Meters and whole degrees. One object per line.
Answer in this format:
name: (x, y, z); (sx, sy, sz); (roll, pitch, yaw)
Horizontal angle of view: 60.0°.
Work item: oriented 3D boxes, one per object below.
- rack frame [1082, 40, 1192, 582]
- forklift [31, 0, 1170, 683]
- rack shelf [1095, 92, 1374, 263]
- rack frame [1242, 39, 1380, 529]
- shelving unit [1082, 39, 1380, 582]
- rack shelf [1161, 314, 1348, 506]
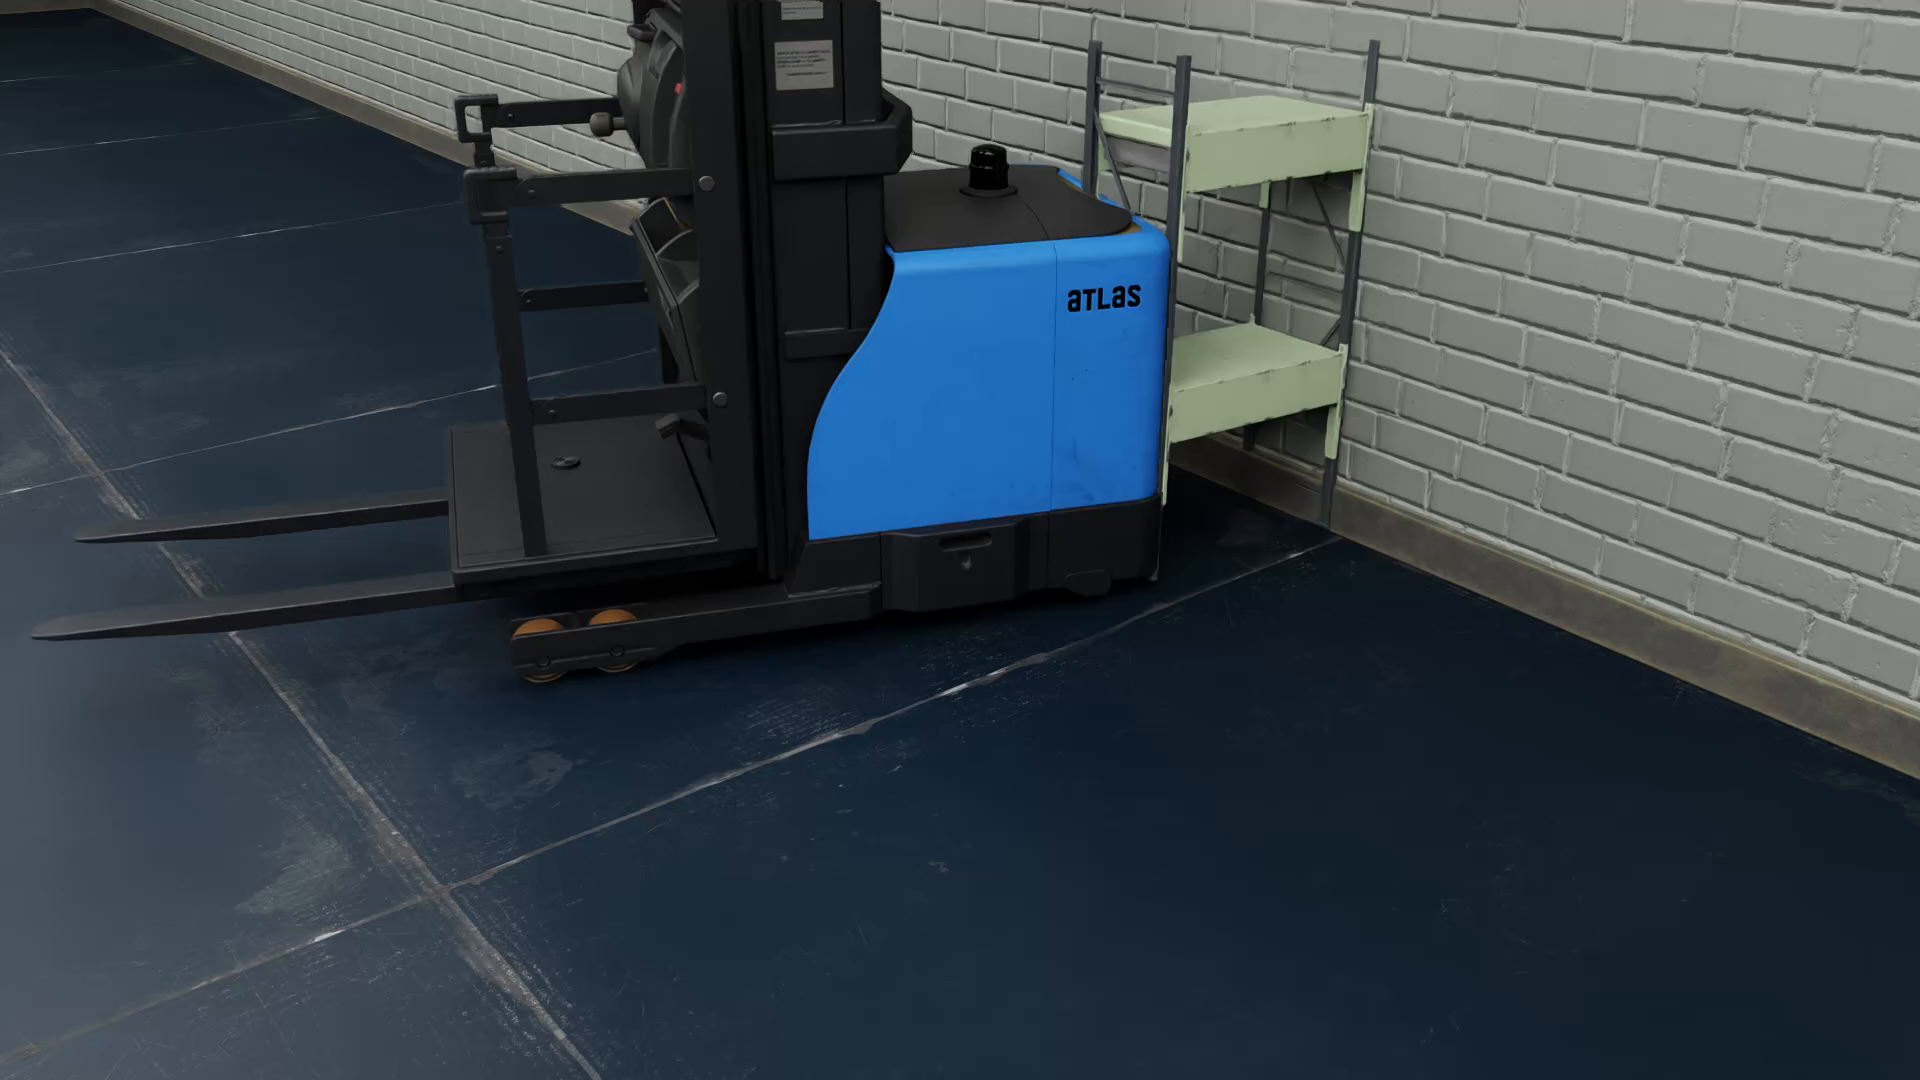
rack frame: (0.470, -0.634, 4.768); (0.023, 1.500, 0.400); (-15, 28, -32)
forklift: (-0.987, -1.198, 4.349); (3.031, 2.935, 1.130); (-7, 26, -15)
rack shelf: (0.775, -1.072, 4.808); (0.720, 0.370, 0.431); (-15, 28, -32)
rack frame: (1.070, -0.793, 5.156); (0.023, 1.500, 0.400); (-15, 28, -32)
shelving unit: (0.770, -0.714, 4.962); (0.755, 1.500, 0.431); (-15, 28, -32)
rack shelf: (0.766, -0.414, 5.091); (0.720, 0.370, 0.431); (-15, 28, -32)
